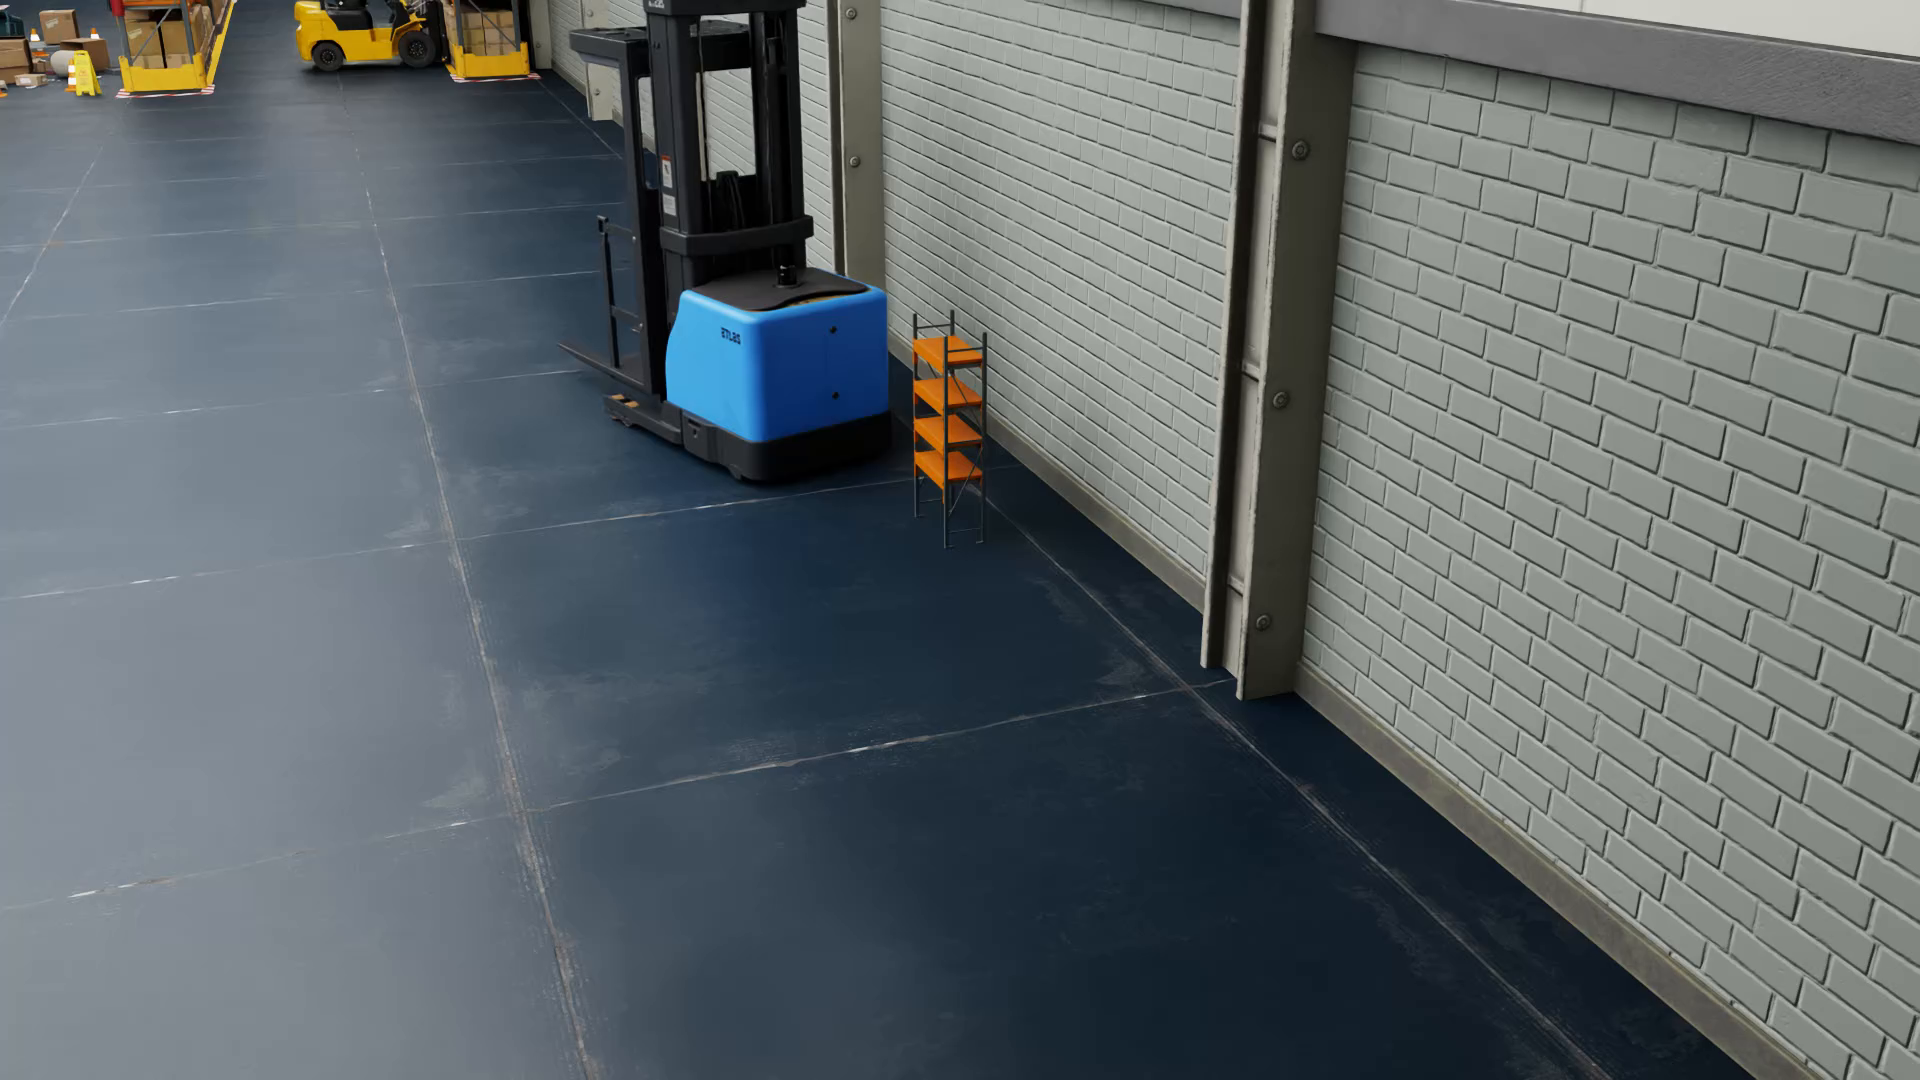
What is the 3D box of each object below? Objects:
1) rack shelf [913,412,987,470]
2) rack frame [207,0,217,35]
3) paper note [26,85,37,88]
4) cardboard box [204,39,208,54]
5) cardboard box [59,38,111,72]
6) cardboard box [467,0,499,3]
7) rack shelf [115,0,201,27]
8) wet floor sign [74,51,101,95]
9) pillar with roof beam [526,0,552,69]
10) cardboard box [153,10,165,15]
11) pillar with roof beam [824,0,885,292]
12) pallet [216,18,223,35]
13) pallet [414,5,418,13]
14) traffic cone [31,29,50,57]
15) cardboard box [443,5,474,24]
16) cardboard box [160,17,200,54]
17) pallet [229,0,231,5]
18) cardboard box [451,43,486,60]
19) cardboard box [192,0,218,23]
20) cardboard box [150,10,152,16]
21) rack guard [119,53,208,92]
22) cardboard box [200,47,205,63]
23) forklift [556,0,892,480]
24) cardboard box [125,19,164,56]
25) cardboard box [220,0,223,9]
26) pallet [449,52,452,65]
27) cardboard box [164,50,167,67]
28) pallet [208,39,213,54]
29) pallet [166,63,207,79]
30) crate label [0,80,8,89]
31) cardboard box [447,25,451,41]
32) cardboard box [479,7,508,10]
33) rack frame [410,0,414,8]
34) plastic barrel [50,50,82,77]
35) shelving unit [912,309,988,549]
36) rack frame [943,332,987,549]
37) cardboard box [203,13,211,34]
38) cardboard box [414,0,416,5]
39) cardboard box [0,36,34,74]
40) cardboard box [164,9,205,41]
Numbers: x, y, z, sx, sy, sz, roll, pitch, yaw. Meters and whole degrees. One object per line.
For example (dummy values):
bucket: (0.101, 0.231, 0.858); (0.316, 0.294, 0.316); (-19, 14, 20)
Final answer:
rack shelf: (-0.059, -0.551, 9.186); (0.258, 0.148, 0.480); (-8, 24, -19)
rack frame: (-15.197, -11.315, 32.235); (1.000, 3.000, 0.127); (-8, 24, -19)
paper note: (-14.567, -7.111, 26.082); (0.148, 0.019, 0.142); (-18, 29, -37)
cardboard box: (-13.126, -8.418, 28.361); (0.500, 0.250, 0.500); (-9, 24, -20)
cardboard box: (-14.678, -8.135, 27.905); (0.500, 0.500, 0.500); (8, 24, 18)
cardboard box: (-8.427, -9.412, 29.430); (0.500, 0.250, 0.500); (-8, 24, -19)
rack shelf: (-13.077, -8.804, 27.202); (1.077, 0.370, 4.000); (-8, 24, -19)
wet floor sign: (-13.304, -7.108, 25.283); (0.267, 0.644, 0.232); (0, 23, -1)
pillar with roof beam: (-11.158, -11.642, 25.284); (9.100, 9.000, 0.400); (-8, 24, -19)
cardboard box: (-13.446, -8.501, 27.592); (0.500, 0.500, 0.500); (-7, 24, -16)
pillar with roof beam: (-4.800, -5.101, 9.767); (9.100, 9.000, 0.400); (-8, 24, -19)
pallet: (-15.405, -10.327, 33.481); (1.003, 0.211, 1.213); (-8, 24, -19)
pallet: (-11.645, -11.876, 37.155); (1.003, 0.211, 1.213); (-8, 24, -19)
traffic cone: (-16.569, -8.920, 29.817); (0.336, 0.463, 0.334); (-8, 24, -19)
cardboard box: (-8.556, -8.969, 28.381); (0.500, 0.250, 0.500); (-8, 24, -18)
cardboard box: (-12.406, -8.020, 26.451); (0.500, 0.500, 0.500); (-9, 25, -21)
pallet: (-17.667, -12.657, 39.009); (1.003, 0.211, 1.213); (-8, 24, -19)
cardboard box: (-8.190, -8.145, 27.712); (0.500, 0.250, 0.500); (-8, 24, -19)
cardboard box: (-15.363, -10.792, 33.188); (0.875, 0.875, 0.875); (-9, 24, -19)
cardboard box: (-13.176, -8.451, 26.637); (0.380, 0.149, 0.250); (-8, 24, -18)
rack guard: (-12.397, -7.284, 25.889); (1.175, 0.500, 0.348); (-8, 24, -19)
cardboard box: (-12.570, -7.853, 27.019); (0.500, 0.250, 0.500); (-7, 24, -17)
forklift: (-1.739, -2.209, 10.717); (1.130, 2.935, 3.031); (-17, 28, -35)
cardboard box: (-12.897, -7.936, 26.251); (0.500, 0.500, 0.500); (-8, 24, -19)
cardboard box: (-16.316, -11.769, 35.506); (0.875, 0.875, 0.875); (-8, 24, -17)
pallet: (-8.465, -8.521, 29.194); (1.003, 0.211, 1.213); (-8, 24, -19)
cardboard box: (-13.083, -7.781, 26.849); (0.500, 0.250, 0.500); (-8, 24, -19)
pallet: (-14.060, -8.860, 29.999); (1.003, 0.211, 1.213); (-8, 24, -19)
pallet: (-12.651, -7.451, 26.657); (1.003, 0.211, 1.213); (-8, 24, -19)
crate label: (-14.983, -7.070, 25.848); (0.298, 0.136, 0.250); (18, 29, 36)
cardboard box: (-8.360, -8.566, 28.066); (0.500, 0.250, 0.500); (-9, 24, -20)
cardboard box: (-7.901, -8.860, 28.121); (0.500, 0.250, 0.500); (-8, 24, -19)
rack frame: (-11.967, -13.451, 37.302); (1.000, 3.000, 0.127); (-8, 24, -19)
plastic barrel: (-14.517, -7.764, 27.126); (0.512, 0.421, 0.421); (8, 24, 18)
shelving unit: (-0.059, -0.613, 9.160); (0.258, 1.200, 0.503); (-8, 24, -19)
rack frame: (0.028, -0.524, 8.949); (0.240, 1.200, 0.015); (-8, 24, -19)
cardboard box: (-14.476, -9.548, 30.884); (0.950, 0.372, 0.625); (-8, 24, -17)
cardboard box: (-11.810, -12.094, 36.760); (0.500, 0.500, 0.500); (-9, 24, -20)
cardboard box: (-15.698, -7.950, 27.290); (0.797, 0.637, 0.503); (-8, 24, -19)
cardboard box: (-12.961, -8.586, 27.793); (0.500, 0.500, 0.500); (-7, 24, -16)
